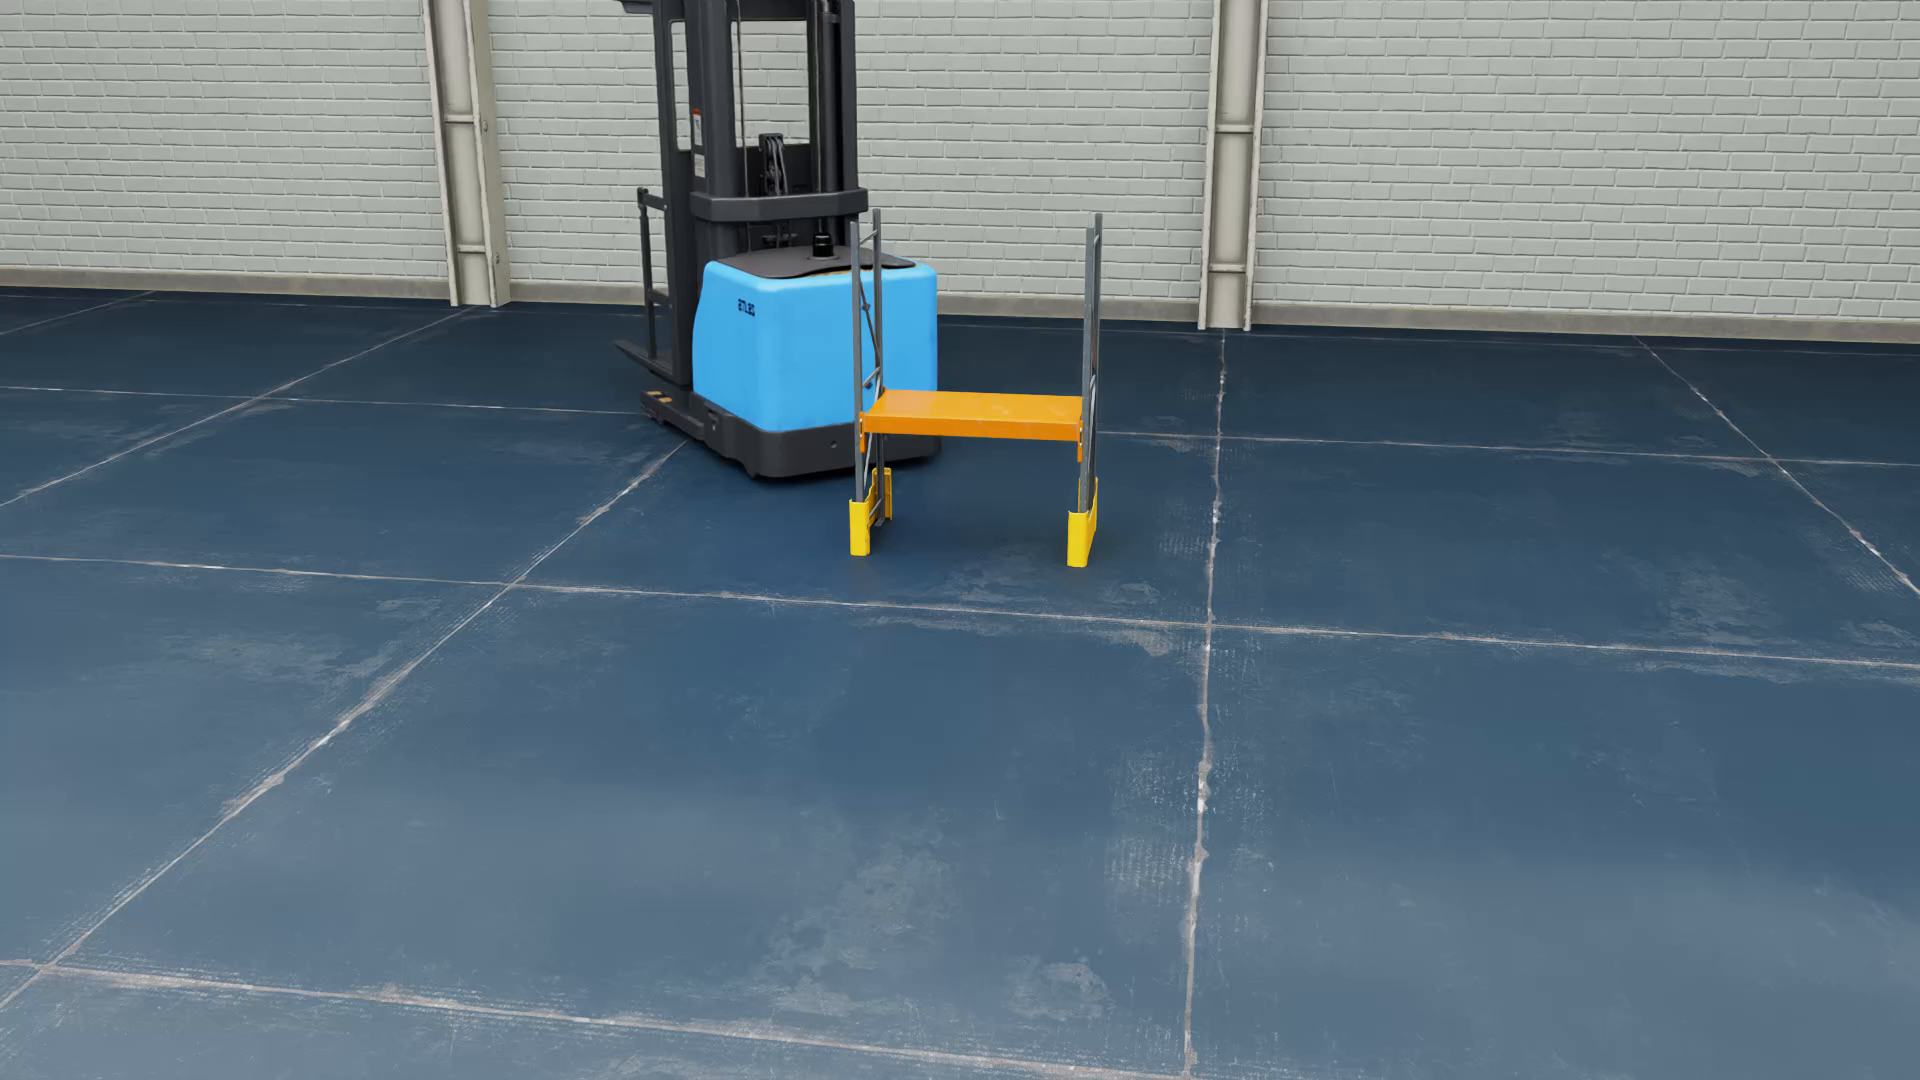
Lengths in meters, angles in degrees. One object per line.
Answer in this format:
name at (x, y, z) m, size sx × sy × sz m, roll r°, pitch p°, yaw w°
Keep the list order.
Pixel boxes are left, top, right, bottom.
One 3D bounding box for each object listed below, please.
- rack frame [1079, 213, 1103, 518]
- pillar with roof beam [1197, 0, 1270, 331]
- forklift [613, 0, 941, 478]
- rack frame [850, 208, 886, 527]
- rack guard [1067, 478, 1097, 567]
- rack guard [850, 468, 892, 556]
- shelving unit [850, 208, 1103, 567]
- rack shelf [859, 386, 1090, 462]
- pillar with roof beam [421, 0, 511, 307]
rack frame at (0.586, -0.681, 7.476) m, size 0.032 × 1.500 × 0.500 m, roll 3°, pitch 19°, yaw 9°
pillar with roof beam at (1.334, -4.552, 7.226) m, size 0.400 × 9.000 × 9.100 m, roll 3°, pitch 19°, yaw 9°
forklift at (-1.267, -2.130, 9.551) m, size 1.130 × 2.935 × 3.031 m, roll -10°, pitch 21°, yaw -28°
rack frame at (-0.418, -0.733, 7.629) m, size 0.032 × 1.500 × 0.500 m, roll 3°, pitch 19°, yaw 9°
rack guard at (0.567, -0.090, 7.677) m, size 0.087 × 0.250 × 0.587 m, roll 3°, pitch 19°, yaw 9°
rack guard at (-0.416, -0.140, 7.827) m, size 0.087 × 0.250 × 0.587 m, roll 3°, pitch 19°, yaw 9°
shelving unit at (0.075, -0.707, 7.554) m, size 1.083 × 1.500 × 0.587 m, roll 3°, pitch 19°, yaw 9°
rack shelf at (0.084, -0.536, 7.609) m, size 1.000 × 0.185 × 0.538 m, roll 3°, pitch 19°, yaw 9°
pillar with roof beam at (-4.590, -4.854, 8.129) m, size 0.400 × 9.000 × 9.100 m, roll 3°, pitch 19°, yaw 9°
